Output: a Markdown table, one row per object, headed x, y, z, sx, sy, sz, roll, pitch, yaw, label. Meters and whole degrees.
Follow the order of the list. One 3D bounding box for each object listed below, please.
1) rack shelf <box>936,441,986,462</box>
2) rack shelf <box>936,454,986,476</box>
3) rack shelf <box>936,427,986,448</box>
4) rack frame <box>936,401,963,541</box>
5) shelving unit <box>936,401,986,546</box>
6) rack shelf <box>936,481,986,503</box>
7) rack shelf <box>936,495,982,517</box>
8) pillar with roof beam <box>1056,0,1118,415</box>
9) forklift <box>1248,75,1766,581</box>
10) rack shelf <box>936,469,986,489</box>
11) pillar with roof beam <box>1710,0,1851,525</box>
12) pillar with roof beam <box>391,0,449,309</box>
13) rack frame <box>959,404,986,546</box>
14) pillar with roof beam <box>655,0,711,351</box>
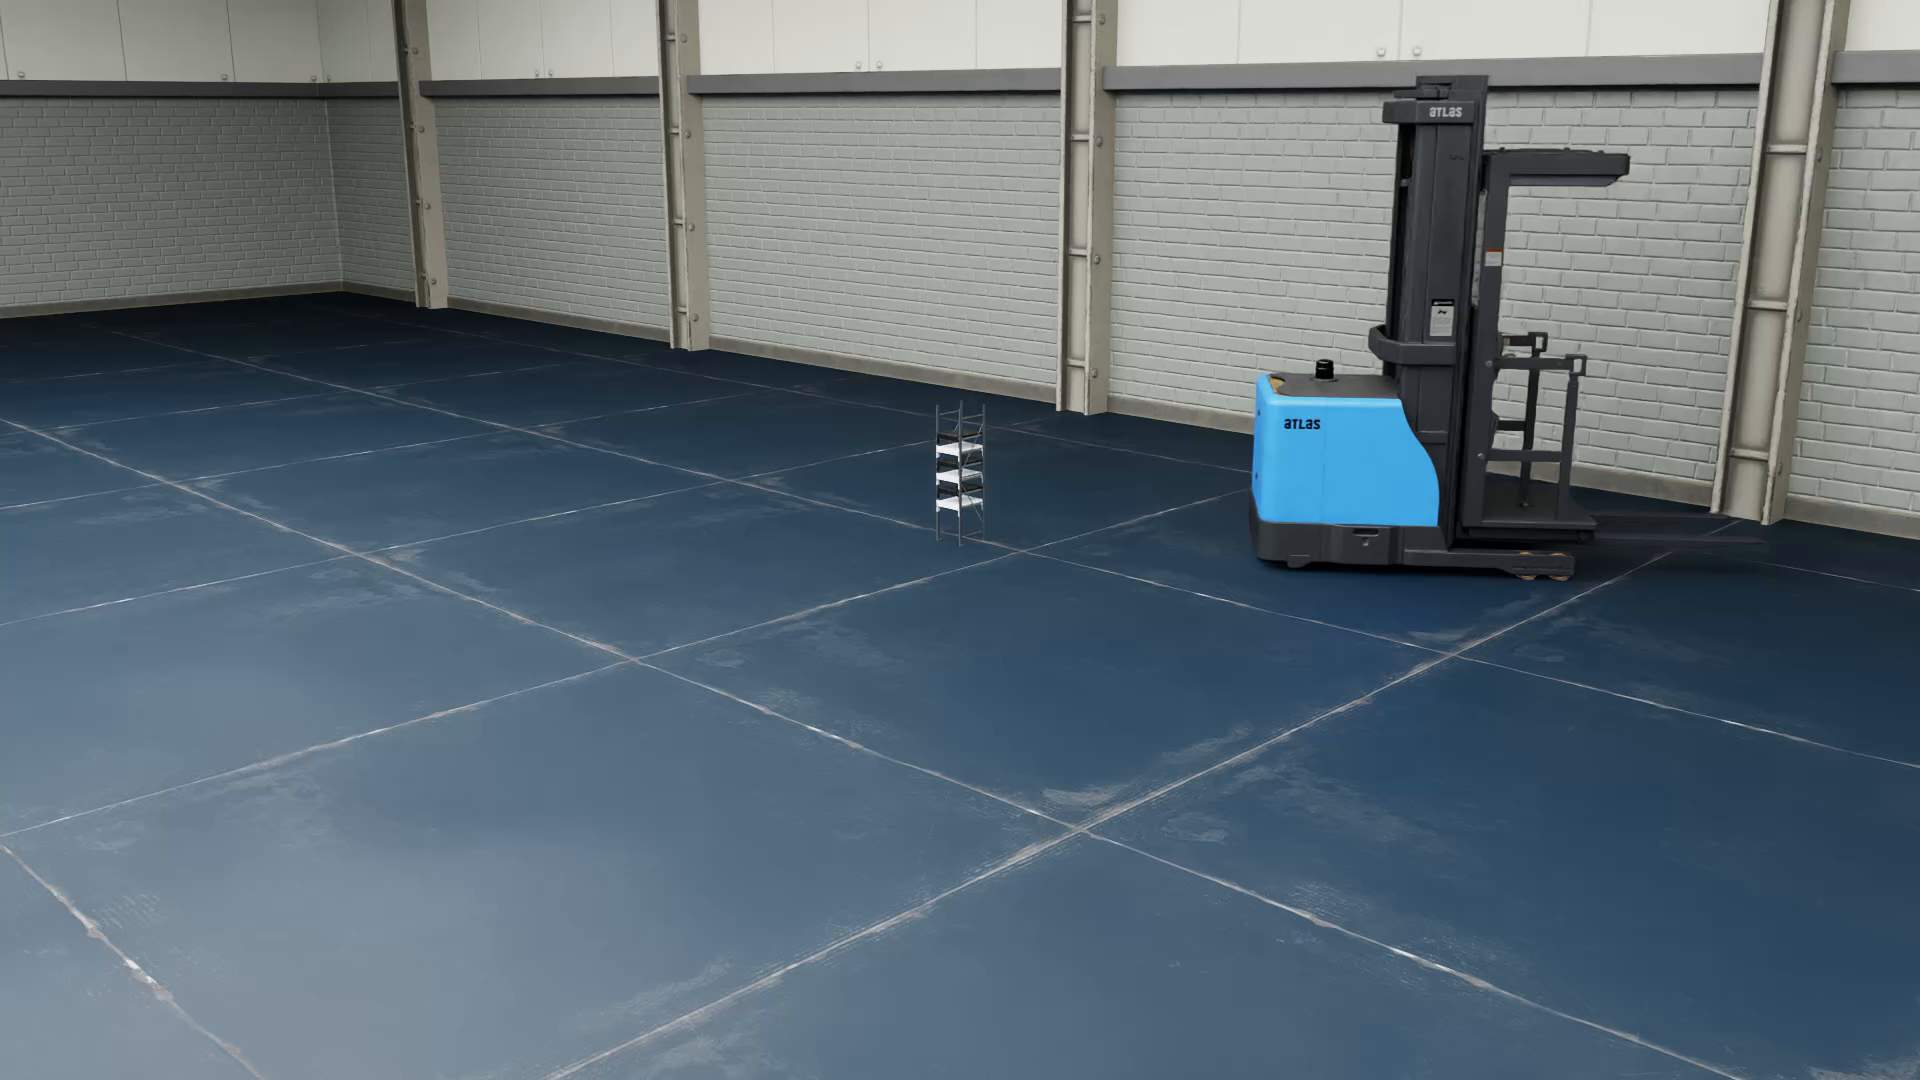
| x | y | z | sx | sy | sz | roll | pitch | yaw | label |
| --- | --- | --- | --- | --- | --- | --- | --- | --- | --- |
| 0.006 | -0.576 | 10.776 | 0.200 | 0.077 | 0.258 | 14 | 20 | 42 | rack shelf |
| 0.006 | -0.489 | 10.799 | 0.200 | 0.077 | 0.258 | 14 | 20 | 42 | rack shelf |
| 0.006 | -0.663 | 10.753 | 0.200 | 0.077 | 0.258 | 14 | 20 | 42 | rack shelf |
| -0.067 | -0.452 | 10.881 | 0.006 | 0.900 | 0.240 | 14 | 20 | 42 | rack frame |
| 0.006 | -0.434 | 10.813 | 0.210 | 0.900 | 0.258 | 14 | 20 | 42 | shelving unit |
| 0.006 | -0.315 | 10.844 | 0.200 | 0.077 | 0.258 | 14 | 20 | 42 | rack shelf |
| 0.006 | -0.228 | 10.867 | 0.200 | 0.077 | 0.258 | 14 | 20 | 42 | rack shelf |
| -1.842 | -4.785 | 11.448 | 0.400 | 9.000 | 9.100 | 14 | 20 | 42 | pillar with roof beam |
| 3.381 | -1.315 | 10.167 | 3.031 | 2.935 | 1.130 | 2 | 15 | 6 | forklift |
| 0.006 | -0.402 | 10.822 | 0.200 | 0.077 | 0.258 | 14 | 20 | 42 | rack shelf |
| 2.478 | -3.735 | 7.418 | 0.400 | 9.000 | 9.100 | 14 | 20 | 42 | pillar with roof beam |
| -10.480 | -6.885 | 19.509 | 0.400 | 9.000 | 9.100 | 14 | 20 | 42 | pillar with roof beam |
| 0.079 | -0.416 | 10.745 | 0.006 | 0.900 | 0.240 | 14 | 20 | 42 | rack frame |
| -6.161 | -5.835 | 15.478 | 0.400 | 9.000 | 9.100 | 14 | 20 | 42 | pillar with roof beam |
